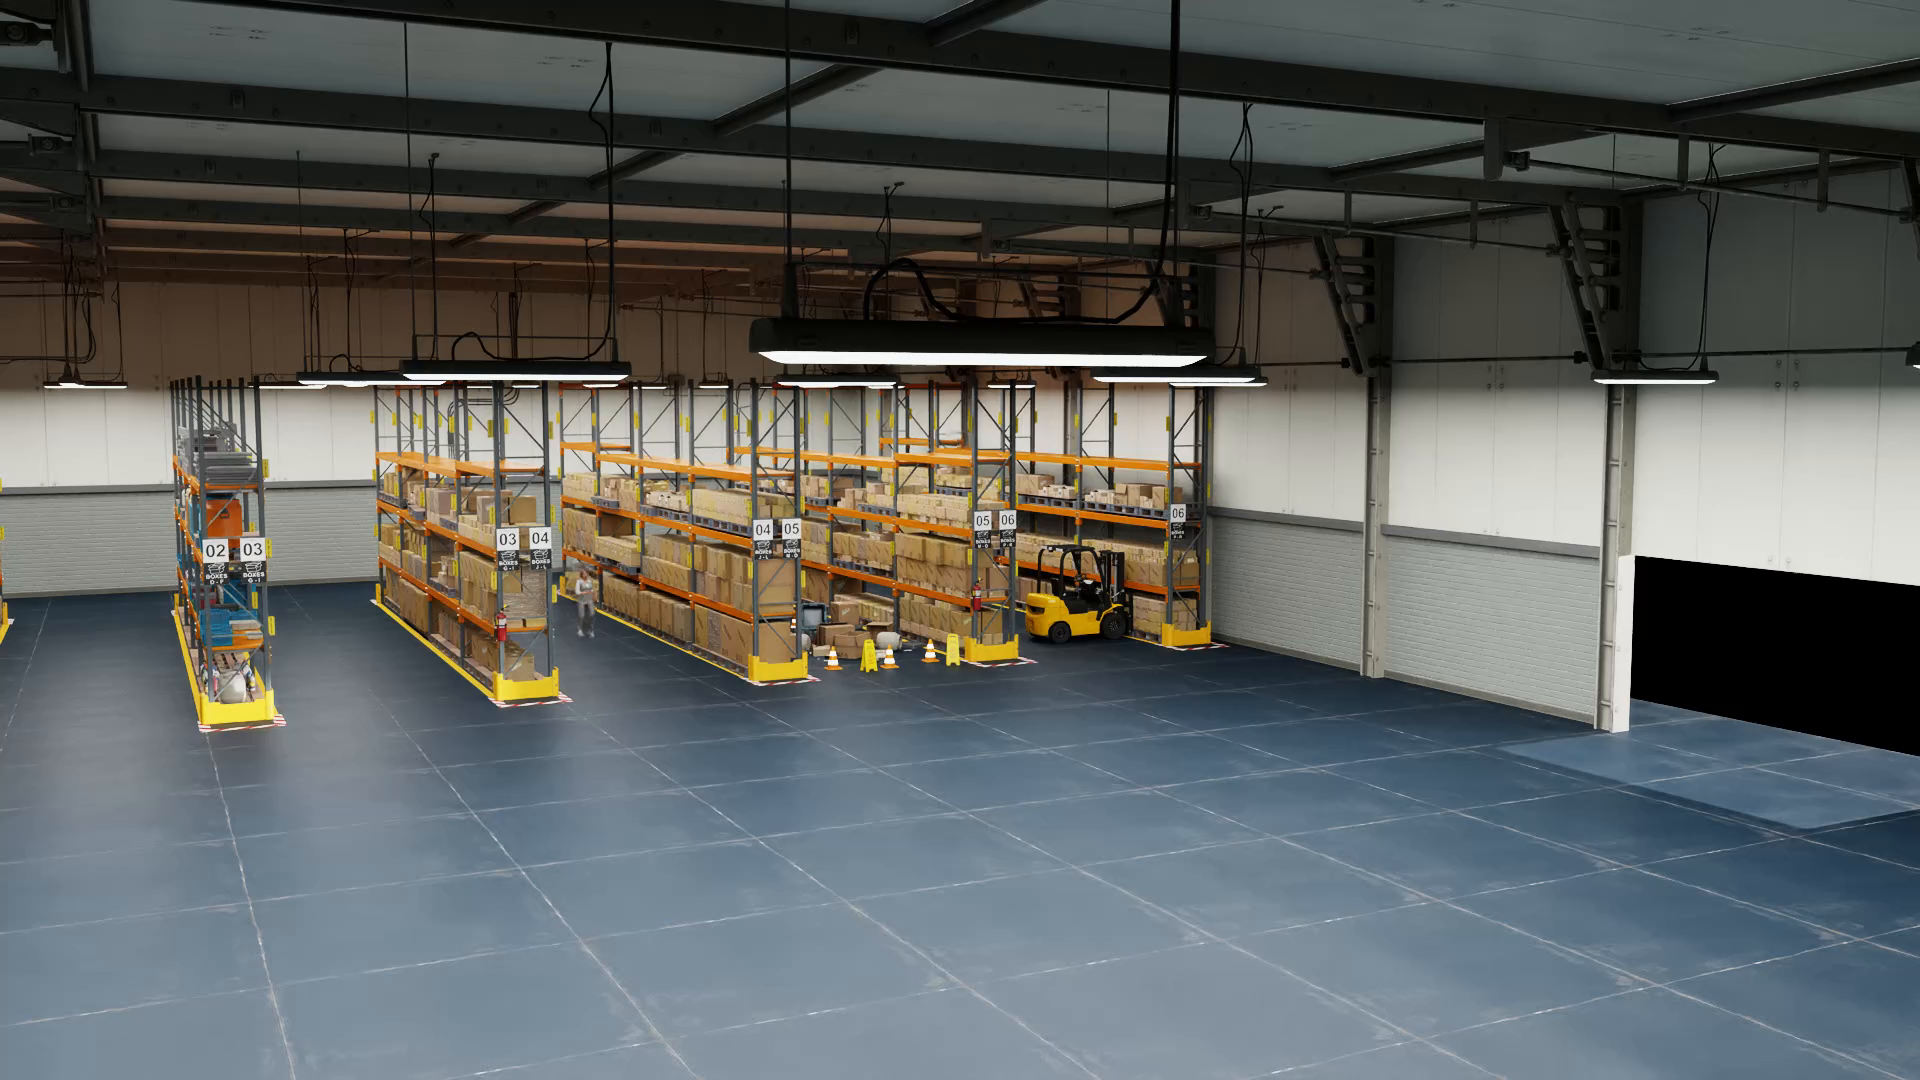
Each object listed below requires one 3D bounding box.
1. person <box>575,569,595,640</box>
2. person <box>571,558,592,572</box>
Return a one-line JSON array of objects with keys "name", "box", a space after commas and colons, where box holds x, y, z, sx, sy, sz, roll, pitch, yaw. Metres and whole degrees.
[{"name": "person", "box": [-8.699, 1.490, 38.607, 0.504, 1.638, 0.711, -3, 6, -34]}, {"name": "person", "box": [-11.102, 0.484, 48.601, 0.945, 1.789, 0.700, -1, 5, -10]}]
